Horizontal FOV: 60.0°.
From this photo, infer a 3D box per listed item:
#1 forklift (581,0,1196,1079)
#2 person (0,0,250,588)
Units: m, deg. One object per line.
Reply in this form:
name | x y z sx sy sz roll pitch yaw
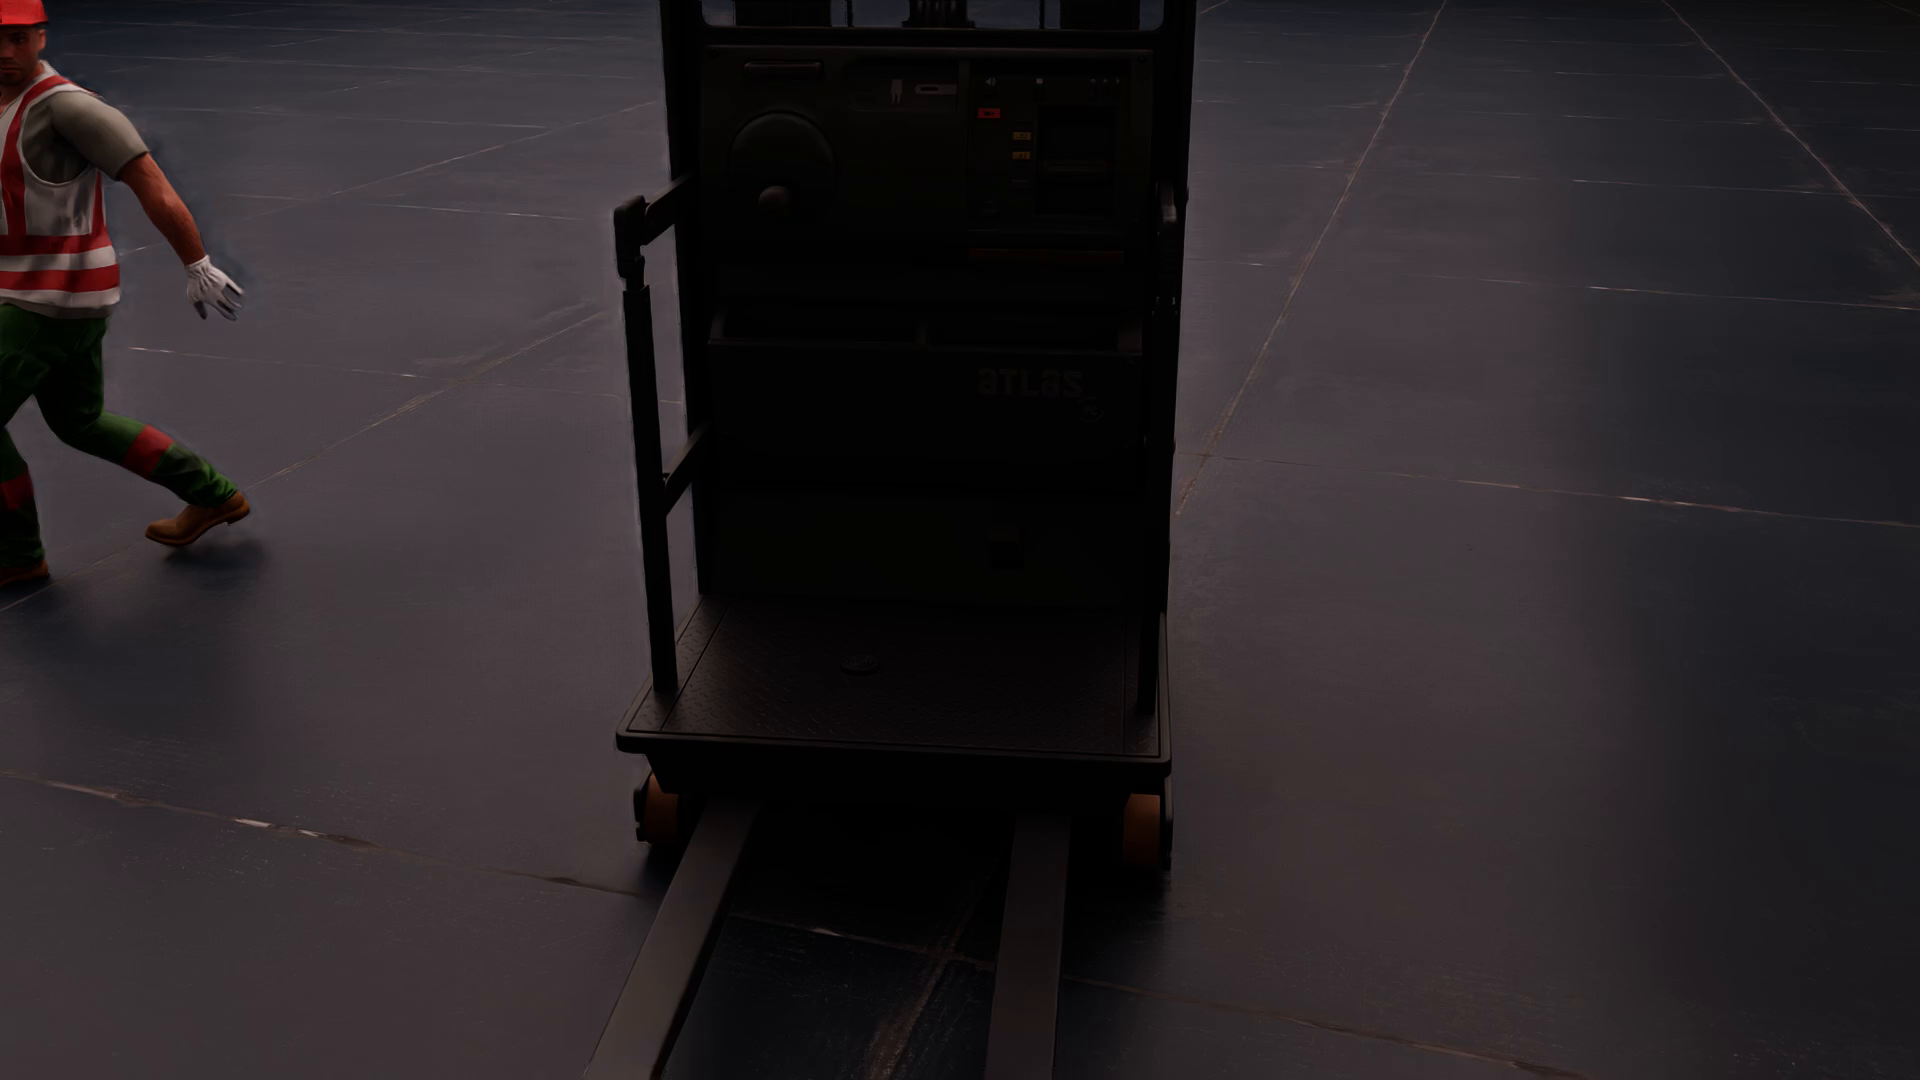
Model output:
forklift | -0.092 -0.801 3.221 1.130 2.935 3.031 2 23 5
person | -2.514 -0.691 4.618 0.936 1.700 0.569 -12 25 -26
